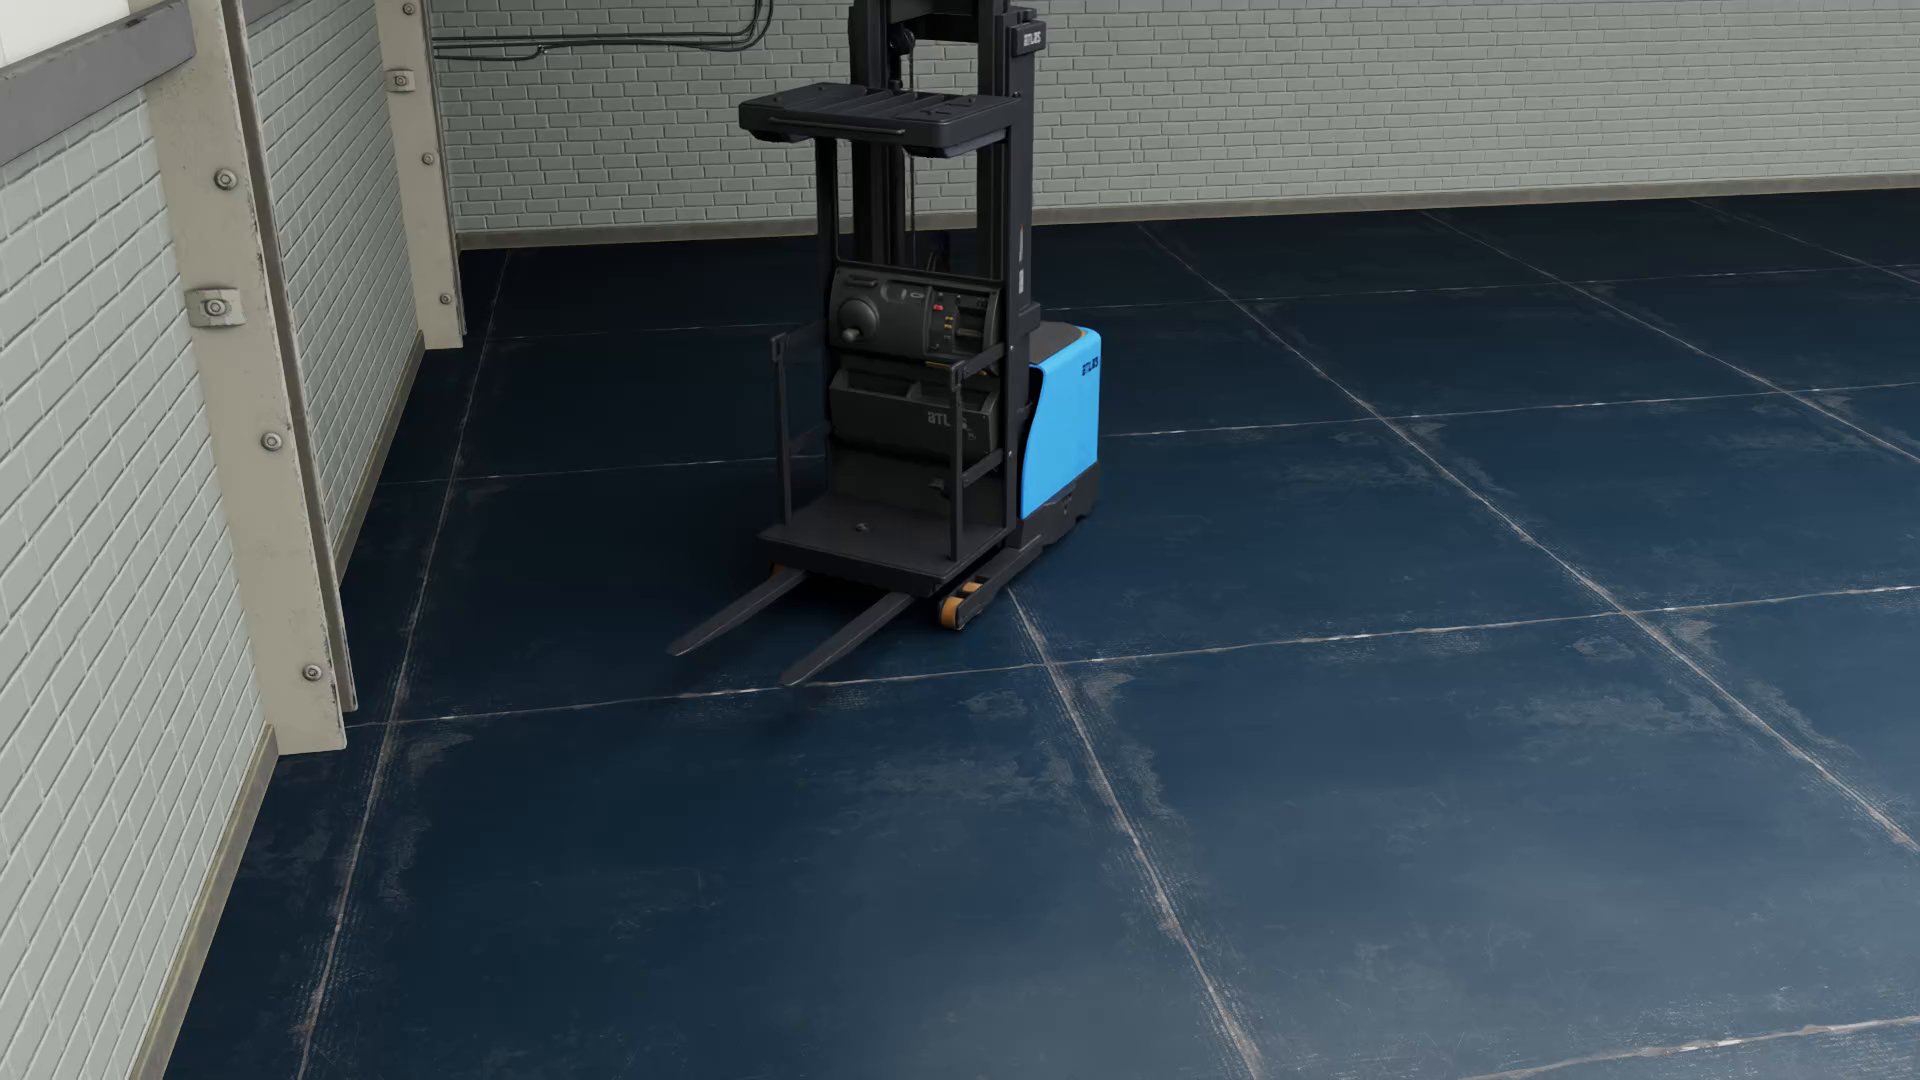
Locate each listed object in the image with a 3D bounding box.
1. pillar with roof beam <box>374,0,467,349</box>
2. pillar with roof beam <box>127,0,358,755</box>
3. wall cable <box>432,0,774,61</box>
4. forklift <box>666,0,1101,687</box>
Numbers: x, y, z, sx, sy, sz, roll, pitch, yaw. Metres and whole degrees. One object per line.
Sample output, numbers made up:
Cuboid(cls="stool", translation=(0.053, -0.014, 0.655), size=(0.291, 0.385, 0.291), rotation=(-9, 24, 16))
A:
Cuboid(cls="pillar with roof beam", translation=(0.277, -5.966, 11.668), size=(9.100, 9.000, 0.400), rotation=(-4, 24, -10))
Cuboid(cls="pillar with roof beam", translation=(1.386, -3.606, 6.264), size=(9.100, 9.000, 0.400), rotation=(-4, 24, -10))
Cuboid(cls="wall cable", translation=(-3.199, -5.481, 14.437), size=(3.097, 2.526, 0.112), rotation=(-4, 24, -10))
Cuboid(cls="forklift", translation=(-0.333, -1.101, 8.109), size=(1.130, 2.935, 3.031), rotation=(12, 26, 25))
